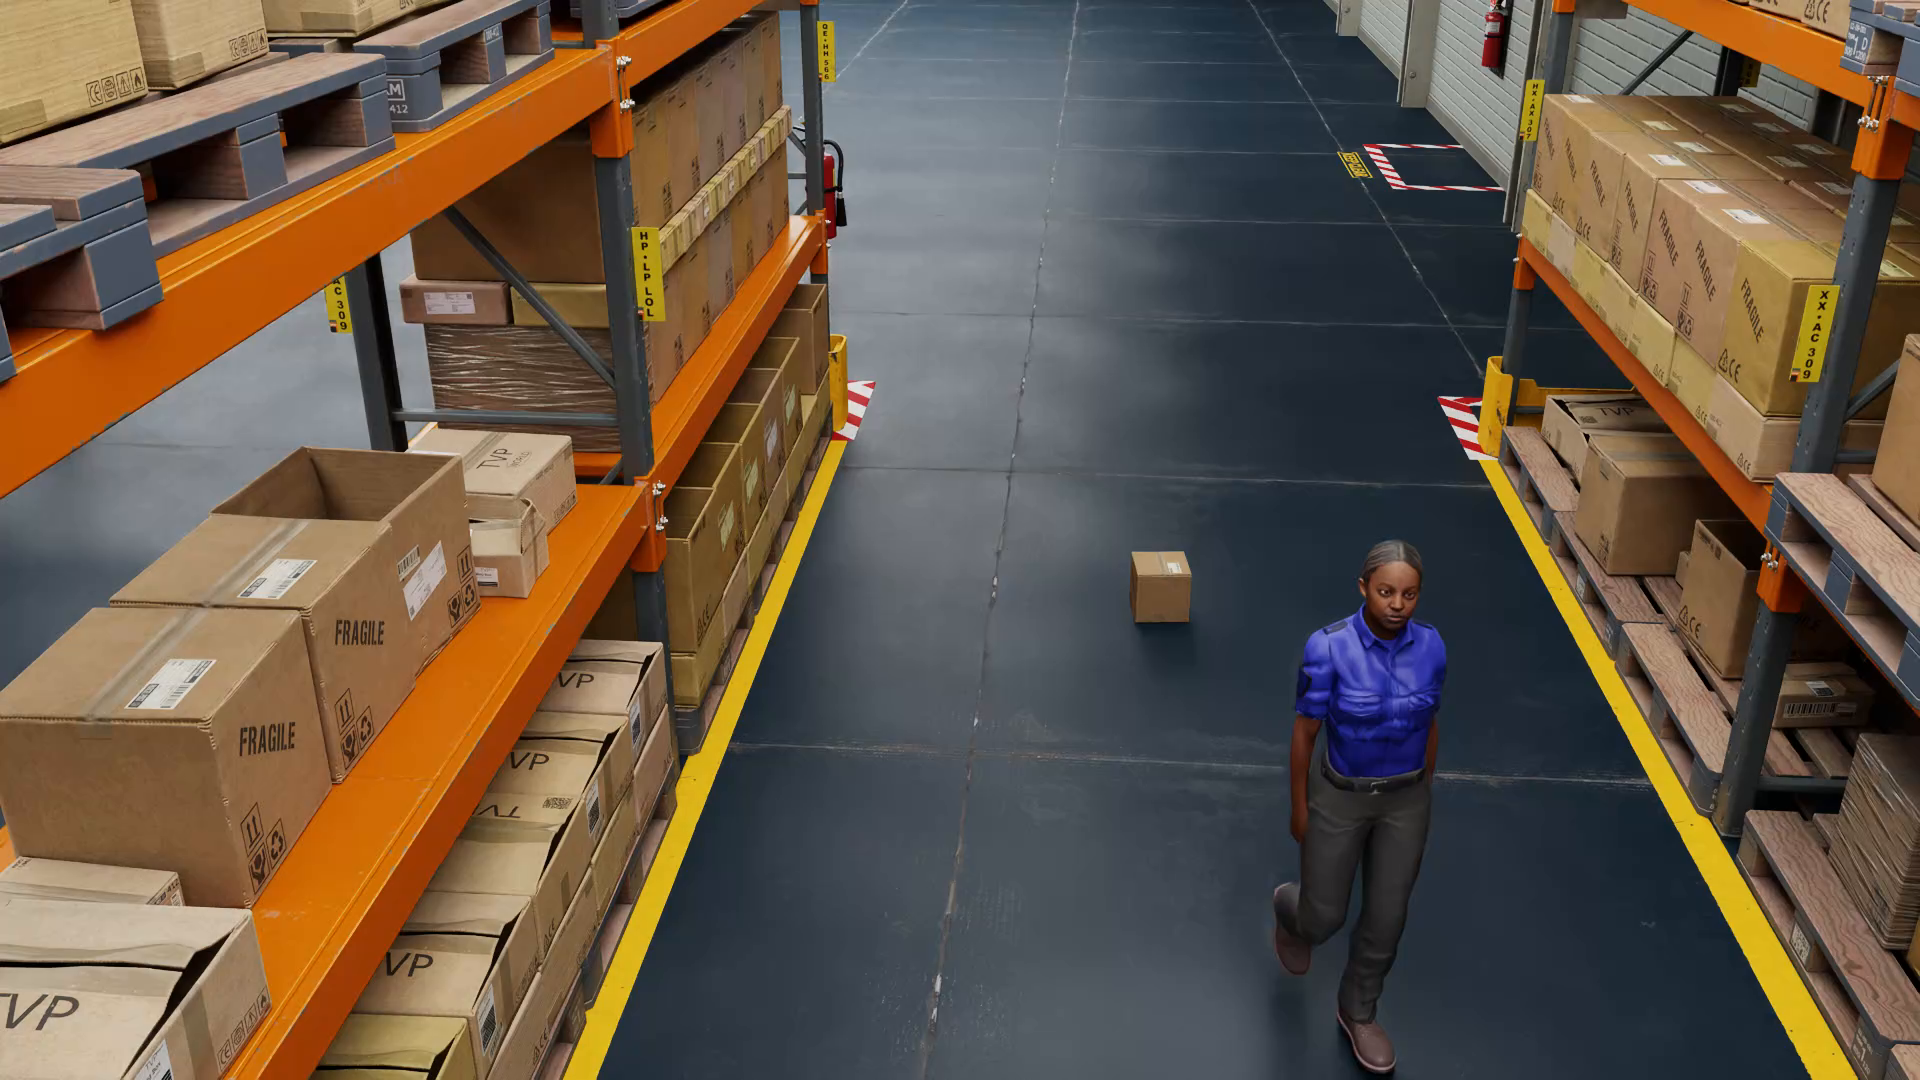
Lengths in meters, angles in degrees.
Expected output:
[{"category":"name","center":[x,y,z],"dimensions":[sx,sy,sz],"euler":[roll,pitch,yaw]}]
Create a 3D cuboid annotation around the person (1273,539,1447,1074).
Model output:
[{"category":"person","center":[1.179,0.752,4.930],"dimensions":[0.447,1.638,0.604],"euler":[-3,25,-7]}]
